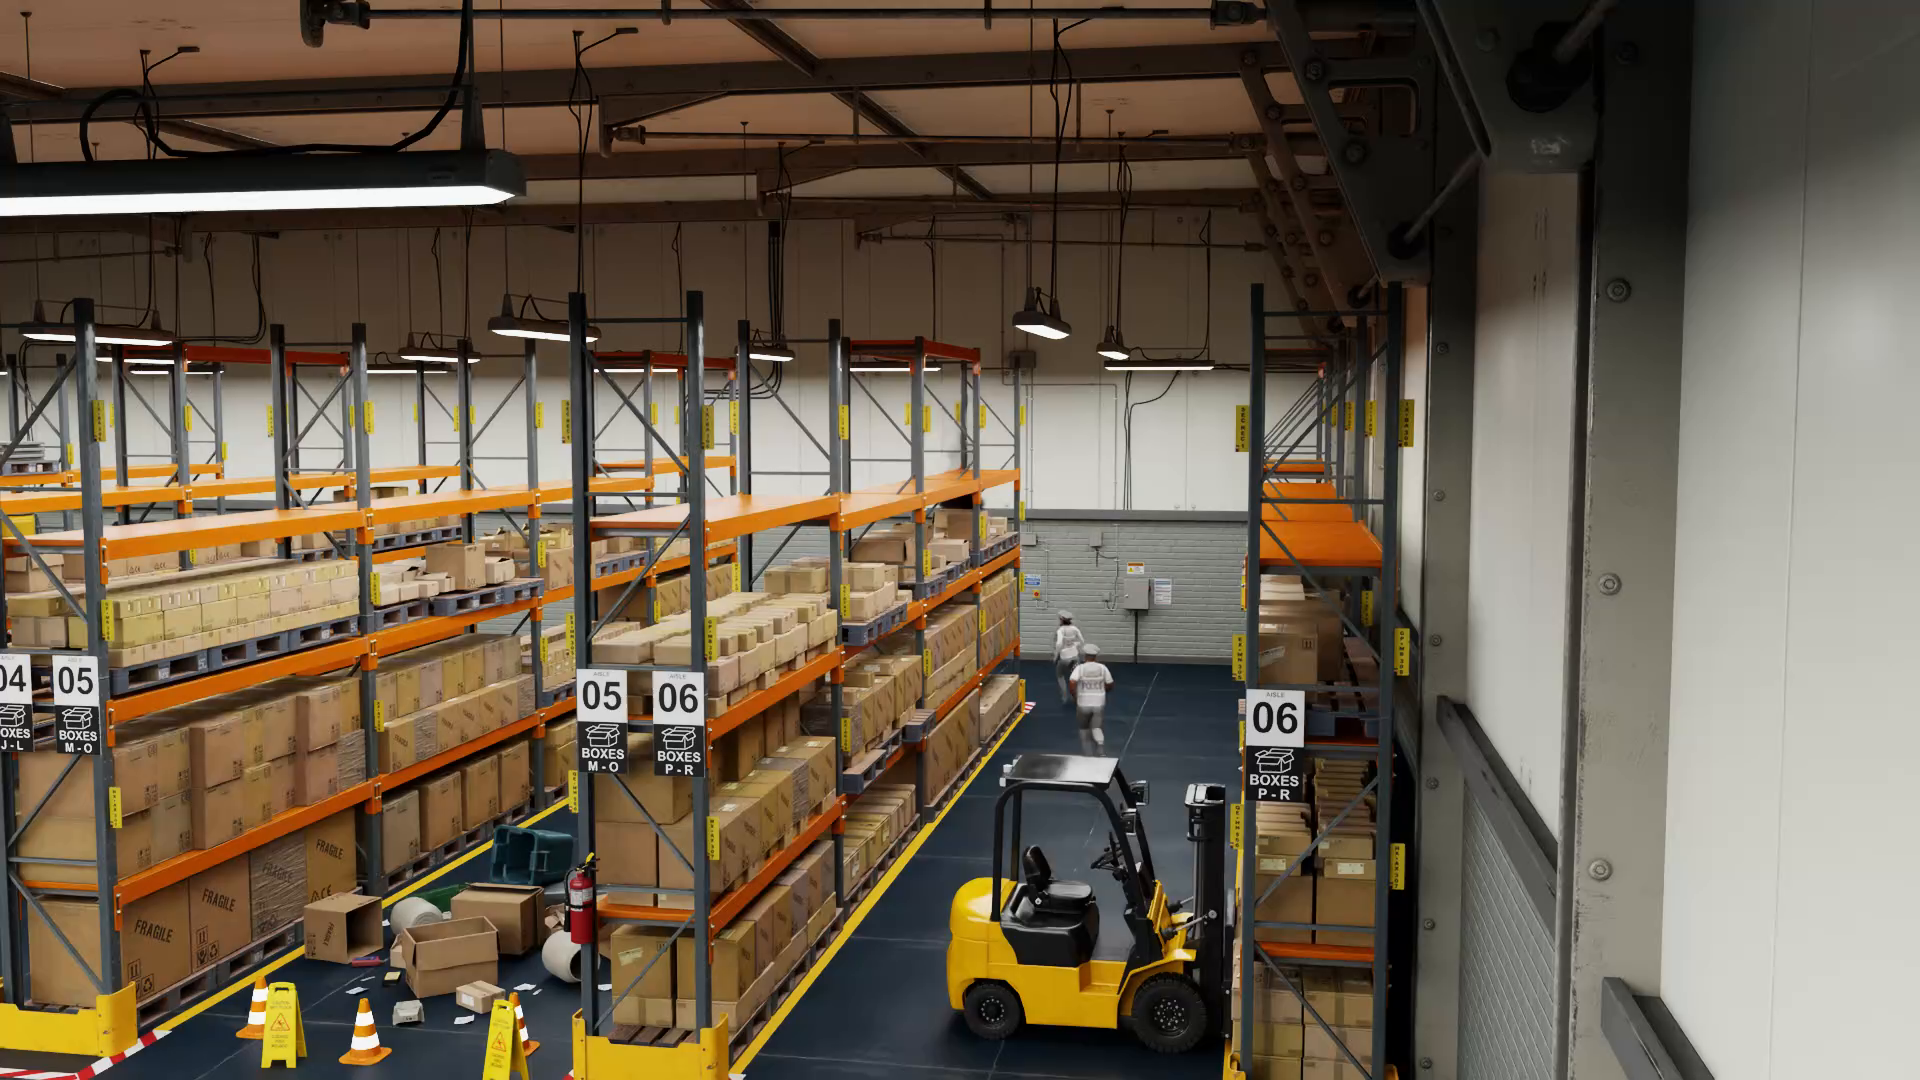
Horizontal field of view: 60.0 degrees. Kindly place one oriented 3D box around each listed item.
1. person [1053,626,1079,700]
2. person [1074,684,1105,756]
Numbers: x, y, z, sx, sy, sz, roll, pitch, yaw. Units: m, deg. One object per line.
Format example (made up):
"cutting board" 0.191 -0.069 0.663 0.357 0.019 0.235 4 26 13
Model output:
"person" -16.876 0.263 22.979 38.623 5.886 18.118 -2 5 -28
"person" 1.871 2.388 23.902 0.442 1.528 0.676 0 5 -4
